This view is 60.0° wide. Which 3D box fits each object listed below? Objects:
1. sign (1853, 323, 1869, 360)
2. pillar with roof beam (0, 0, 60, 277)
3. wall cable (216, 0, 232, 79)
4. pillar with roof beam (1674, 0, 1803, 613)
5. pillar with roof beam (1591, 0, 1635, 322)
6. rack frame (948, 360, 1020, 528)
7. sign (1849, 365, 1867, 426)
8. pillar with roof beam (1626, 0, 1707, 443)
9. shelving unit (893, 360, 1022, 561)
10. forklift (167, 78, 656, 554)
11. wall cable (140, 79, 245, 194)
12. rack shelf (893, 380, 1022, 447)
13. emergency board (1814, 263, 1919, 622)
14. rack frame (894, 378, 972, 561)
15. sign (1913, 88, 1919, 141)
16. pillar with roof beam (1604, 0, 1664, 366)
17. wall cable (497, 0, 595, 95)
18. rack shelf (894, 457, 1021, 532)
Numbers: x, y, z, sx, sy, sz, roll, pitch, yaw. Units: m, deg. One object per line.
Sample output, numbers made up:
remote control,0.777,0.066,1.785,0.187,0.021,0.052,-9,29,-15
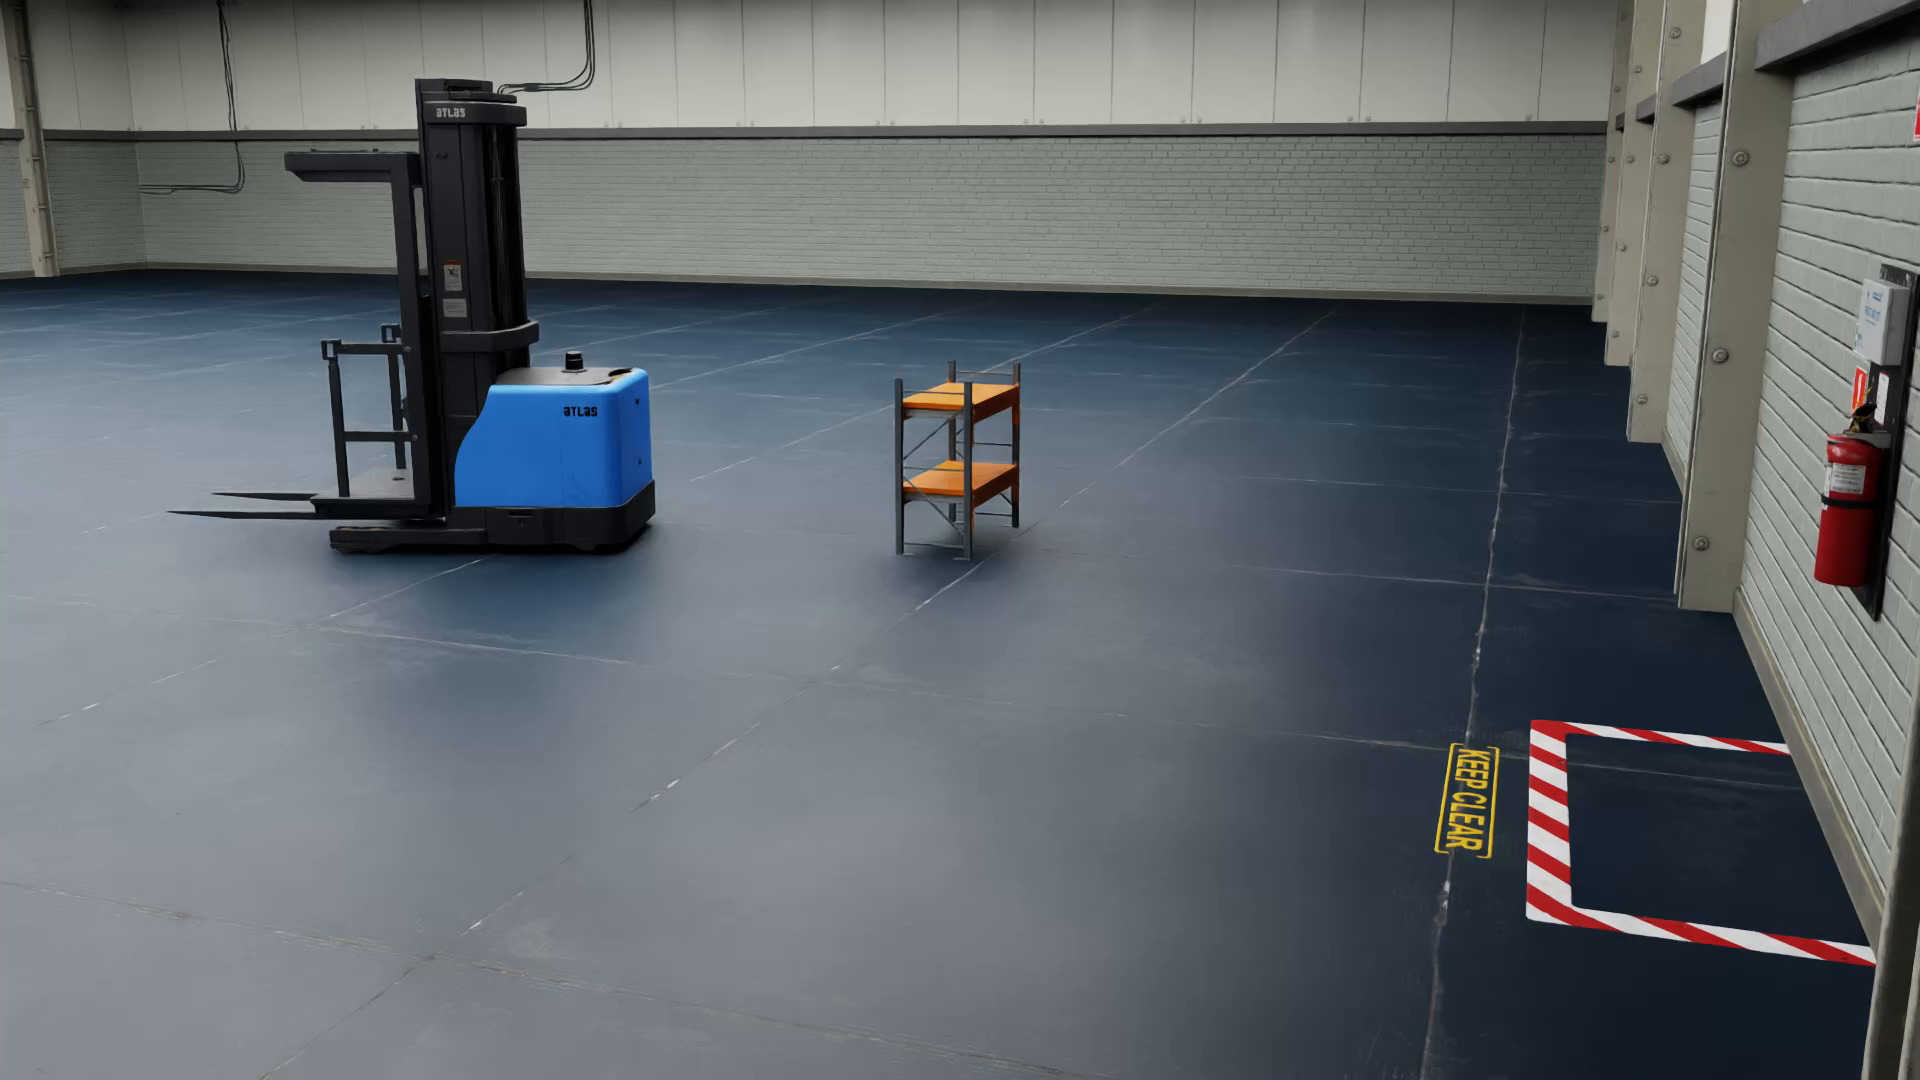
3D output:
sign,3.393,-0.747,6.250,0.001,0.109,0.331,4,14,18
pillar with roof beam,-15.676,-9.781,33.620,9.100,9.000,0.400,4,14,18
wall cable,-14.986,-11.370,36.209,3.097,2.526,0.112,4,14,18
pillar with roof beam,0.158,-4.343,9.795,9.100,9.000,0.400,4,14,18
pillar with roof beam,5.982,-8.133,26.400,9.100,9.000,0.400,4,14,18
rack frame,0.162,-0.654,11.325,0.500,1.125,0.032,4,14,18
sign,3.403,-0.489,6.311,0.001,0.329,0.234,4,14,18
pillar with roof beam,2.100,-5.607,15.330,9.100,9.000,0.400,4,14,18
shelving unit,-0.002,-0.547,10.857,0.538,1.125,1.048,4,14,18
forklift,-3.628,-1.459,10.795,3.031,2.935,1.130,0,13,2
wall cable,-17.545,-9.103,37.624,3.097,2.526,0.112,4,14,18
rack shelf,-0.002,-0.832,10.791,0.538,0.278,1.000,4,14,18
emergency board,3.126,-0.363,5.837,0.194,1.169,0.643,4,14,18
rack frame,-0.167,-0.440,10.388,0.500,1.125,0.032,4,14,18
sign,3.223,-1.488,5.555,0.001,0.298,0.199,4,14,18
pillar with roof beam,4.041,-6.870,20.865,9.100,9.000,0.400,4,14,18
wall cable,-8.568,-11.588,33.891,2.305,6.003,0.169,4,14,18
rack shelf,-0.002,-0.309,10.911,0.538,0.278,1.000,4,14,18
